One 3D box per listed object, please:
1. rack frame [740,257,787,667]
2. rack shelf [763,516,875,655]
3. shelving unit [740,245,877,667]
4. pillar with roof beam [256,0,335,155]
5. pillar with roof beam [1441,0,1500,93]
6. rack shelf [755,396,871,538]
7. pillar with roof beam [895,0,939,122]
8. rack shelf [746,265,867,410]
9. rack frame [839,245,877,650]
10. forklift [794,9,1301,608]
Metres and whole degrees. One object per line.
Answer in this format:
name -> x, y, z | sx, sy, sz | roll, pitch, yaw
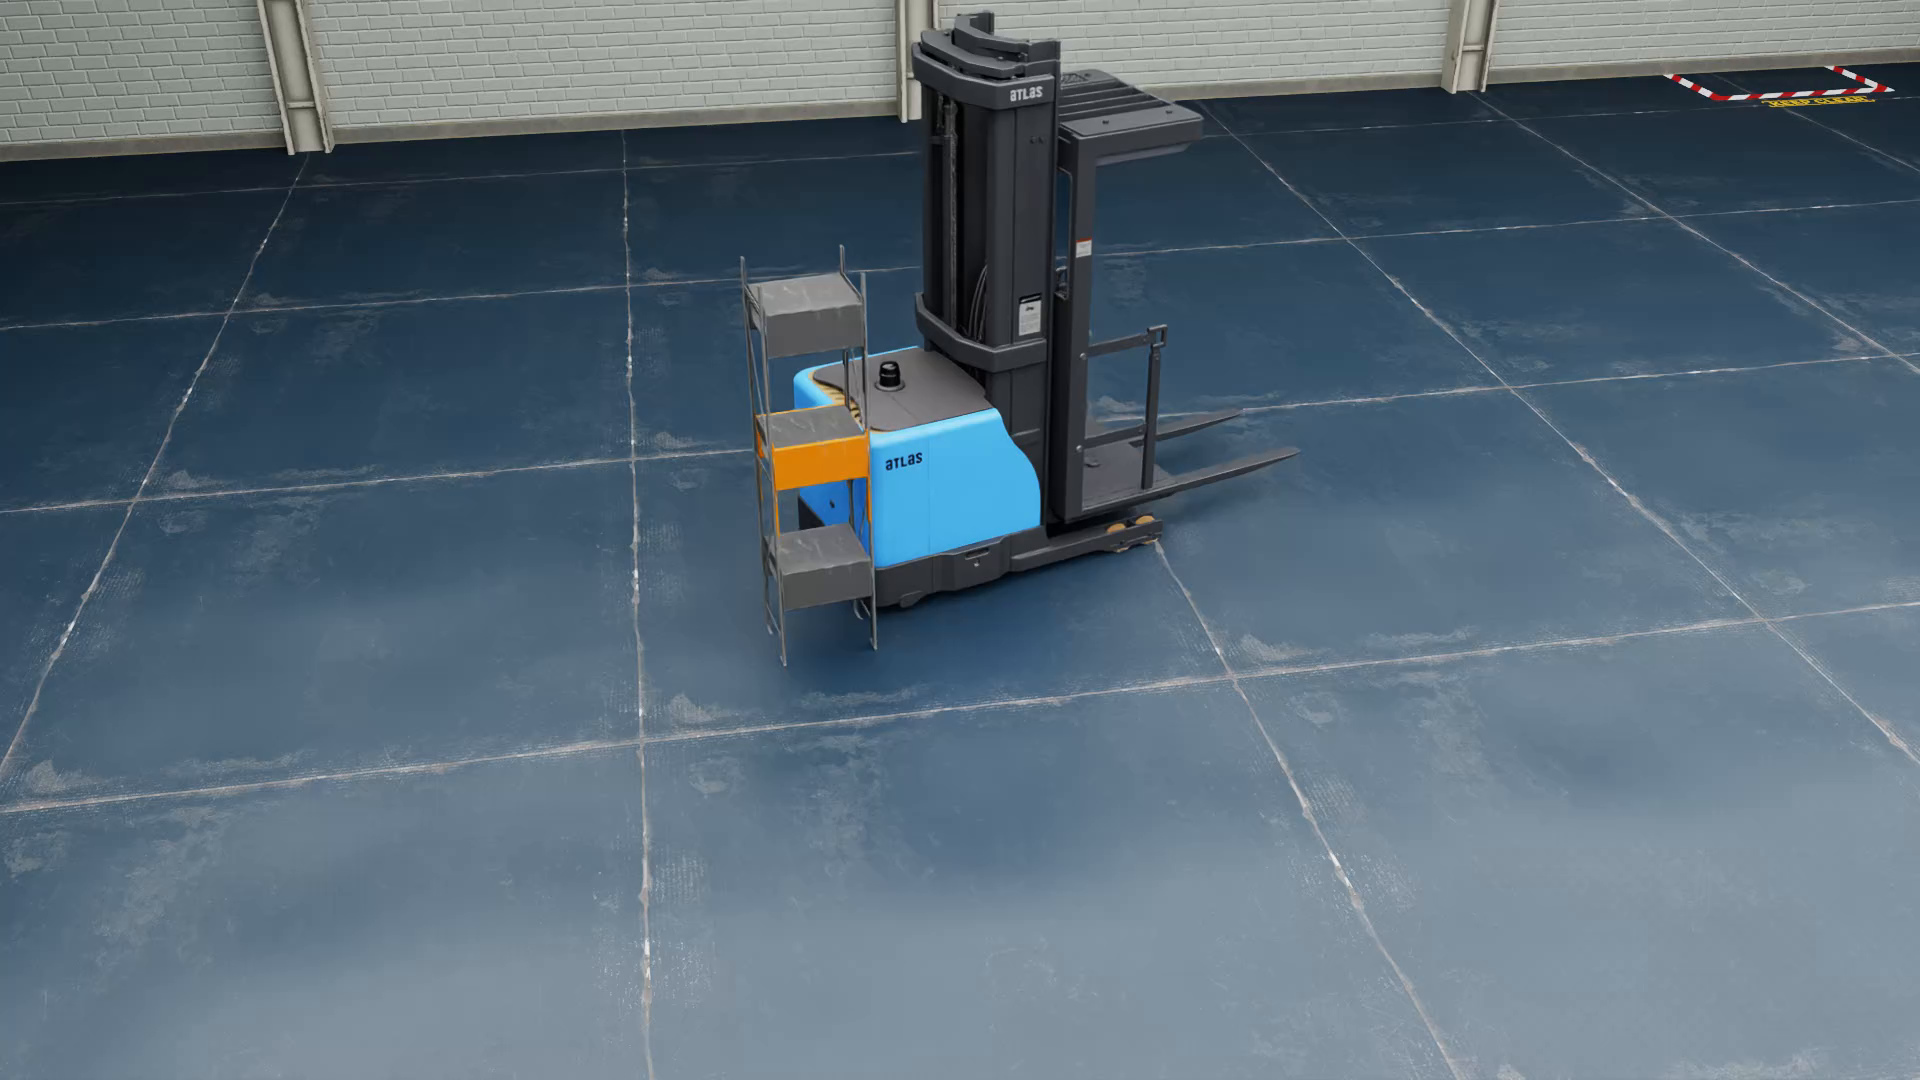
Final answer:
rack frame -> -0.972, -0.343, 8.262 | 0.015, 2.100, 0.400 | -10, 32, -16
rack shelf -> -0.742, 0.232, 8.692 | 0.480, 0.518, 0.431 | -10, 32, -16
shelving unit -> -0.742, -0.383, 8.331 | 0.503, 2.100, 0.431 | -10, 32, -16
pillar with roof beam -> -5.557, -5.553, 10.316 | 0.400, 9.000, 9.100 | -5, 31, -9
pillar with roof beam -> 6.247, -6.649, 12.180 | 0.400, 9.000, 9.100 | -5, 31, -9
rack shelf -> -0.742, -0.372, 8.338 | 0.480, 0.518, 0.431 | -10, 32, -16
pillar with roof beam -> 0.345, -6.101, 11.248 | 0.400, 9.000, 9.100 | -5, 31, -9
rack shelf -> -0.742, -0.975, 7.983 | 0.480, 0.518, 0.431 | -10, 32, -16
rack frame -> -0.511, -0.424, 8.399 | 0.015, 2.100, 0.400 | -10, 32, -16
forklift -> 0.609, -1.412, 9.259 | 3.031, 2.935, 1.130 | -15, 34, -24
